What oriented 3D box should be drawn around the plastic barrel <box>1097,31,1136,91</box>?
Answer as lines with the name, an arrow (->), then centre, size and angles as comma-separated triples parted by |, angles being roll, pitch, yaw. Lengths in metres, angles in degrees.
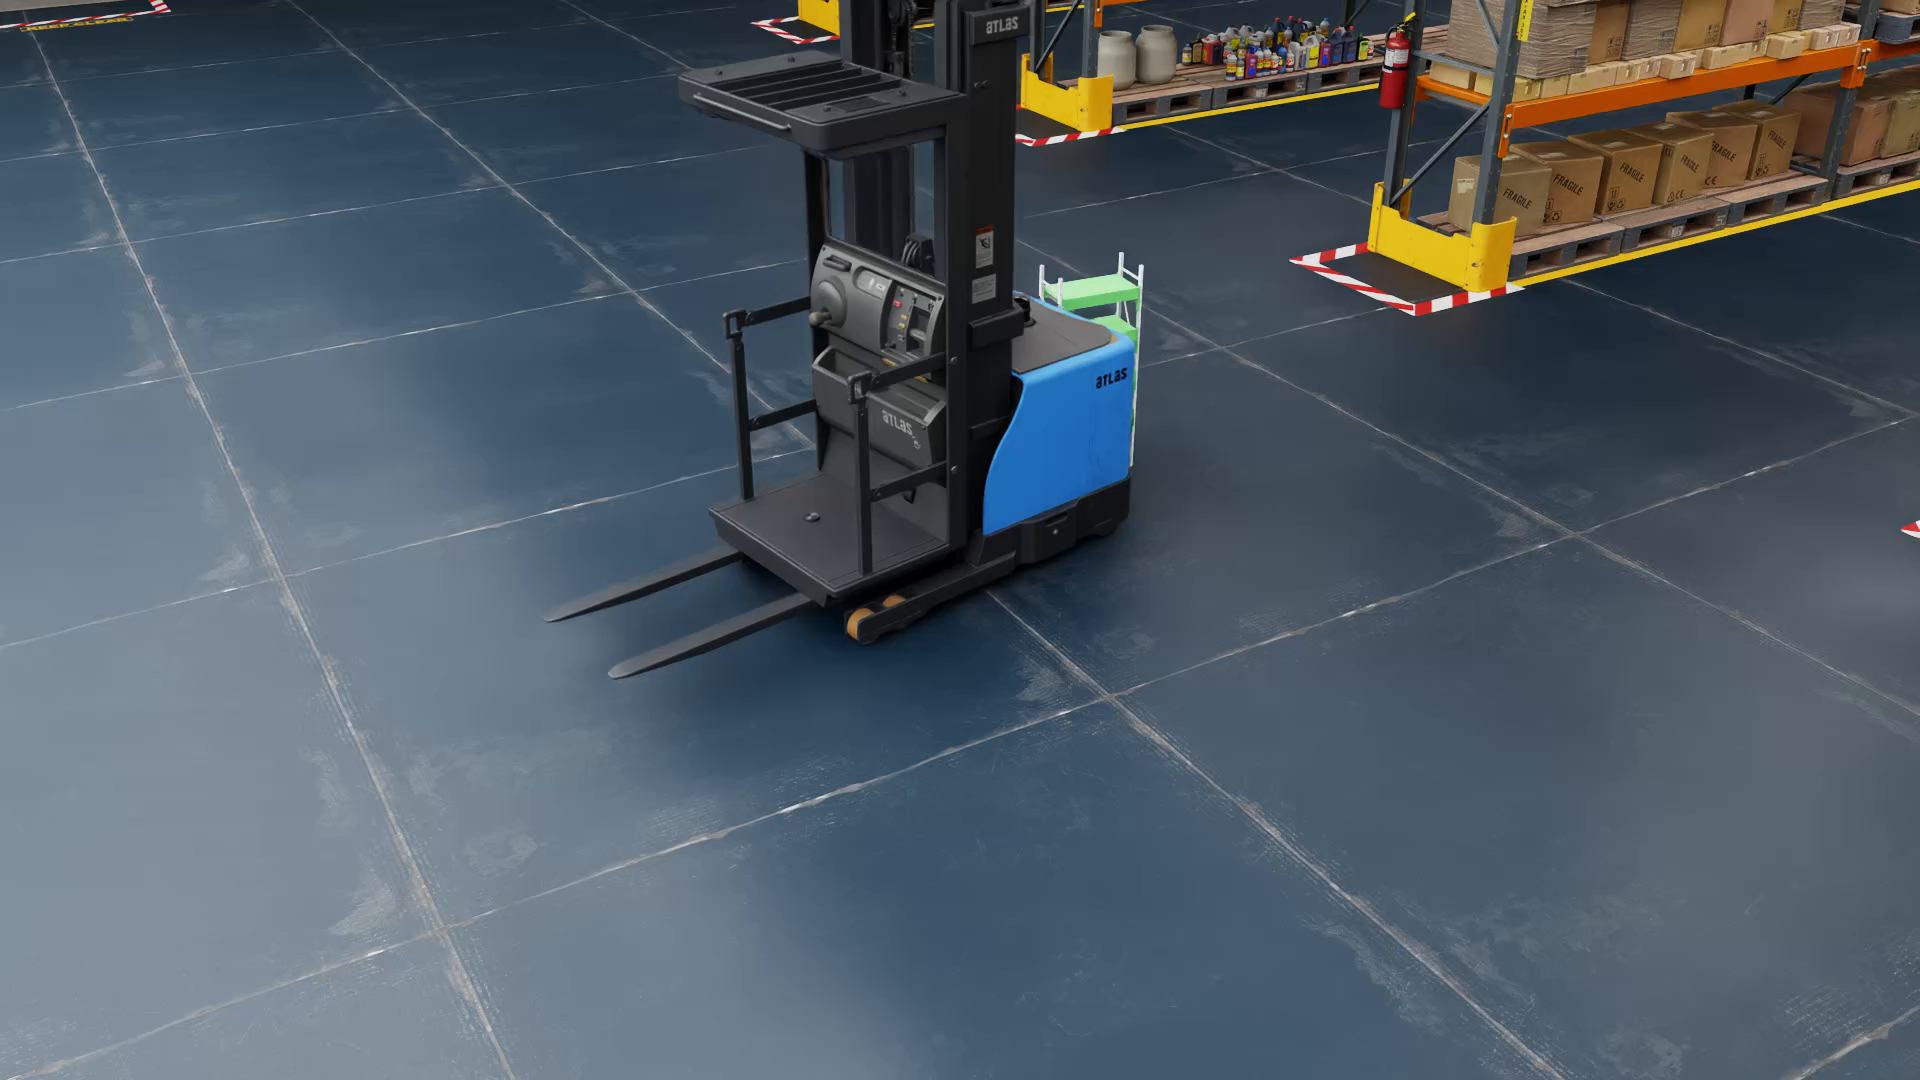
plastic barrel -> 1.514, -4.700, 16.302 | 0.421, 0.512, 0.421 | 0, 29, 0

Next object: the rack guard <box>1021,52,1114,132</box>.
rack guard -> 1.027, -4.356, 16.126 | 0.348, 0.500, 1.175 | -16, 33, -26

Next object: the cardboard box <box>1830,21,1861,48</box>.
cardboard box -> 6.907, -4.043, 13.231 | 0.250, 0.149, 0.380 | -16, 33, -26

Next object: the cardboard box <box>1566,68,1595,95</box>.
cardboard box -> 4.309, -3.317, 11.917 | 0.250, 0.149, 0.380 | -16, 33, -26

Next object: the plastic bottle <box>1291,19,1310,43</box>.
plastic bottle -> 3.601, -5.339, 17.607 | 0.185, 0.351, 0.144 | -16, 33, -26

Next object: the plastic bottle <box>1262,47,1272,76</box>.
plastic bottle -> 3.088, -4.833, 16.771 | 0.097, 0.271, 0.097 | 0, 29, 0

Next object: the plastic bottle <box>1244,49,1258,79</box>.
plastic bottle -> 2.911, -4.777, 16.658 | 0.133, 0.283, 0.061 | -15, 32, -26

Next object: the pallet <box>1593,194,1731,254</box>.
pallet -> 5.329, -2.627, 13.292 | 1.213, 0.211, 1.003 | -16, 33, -26

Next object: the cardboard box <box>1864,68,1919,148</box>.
cardboard box -> 8.386, -3.814, 14.687 | 0.500, 0.500, 0.700 | -19, 34, -30

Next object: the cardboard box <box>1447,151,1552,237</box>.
cardboard box -> 4.041, -2.584, 12.480 | 0.500, 0.500, 0.500 | -10, 30, -17

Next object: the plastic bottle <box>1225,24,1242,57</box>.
plastic bottle -> 2.838, -5.204, 17.361 | 0.185, 0.351, 0.144 | -14, 32, -24

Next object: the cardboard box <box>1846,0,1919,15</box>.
cardboard box -> 7.699, -4.911, 13.488 | 1.000, 1.000, 1.000 | -16, 33, -26

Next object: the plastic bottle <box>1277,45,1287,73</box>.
plastic bottle -> 3.263, -4.882, 16.861 | 0.097, 0.271, 0.097 | 0, 29, 0

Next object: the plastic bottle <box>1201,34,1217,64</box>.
plastic bottle -> 2.578, -5.095, 17.241 | 0.135, 0.276, 0.152 | -16, 33, -26

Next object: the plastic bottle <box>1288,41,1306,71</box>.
plastic bottle -> 3.439, -4.949, 16.978 | 0.135, 0.276, 0.152 | -15, 32, -25

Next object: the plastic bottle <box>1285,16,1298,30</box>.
plastic bottle -> 3.528, -5.399, 17.716 | 0.185, 0.351, 0.144 | -15, 32, -25

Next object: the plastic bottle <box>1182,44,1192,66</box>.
plastic bottle -> 2.347, -5.012, 17.168 | 0.097, 0.201, 0.097 | 0, 29, 0

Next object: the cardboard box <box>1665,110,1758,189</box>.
cardboard box -> 6.088, -3.193, 13.583 | 0.500, 0.500, 0.500 | -6, 29, -11

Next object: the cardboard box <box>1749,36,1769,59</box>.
cardboard box -> 5.999, -3.836, 12.856 | 0.250, 0.149, 0.380 | -16, 33, -26

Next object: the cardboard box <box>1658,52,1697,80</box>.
cardboard box -> 5.203, -3.536, 12.313 | 0.250, 0.149, 0.380 | -16, 33, -26

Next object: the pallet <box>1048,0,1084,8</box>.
pallet -> 1.221, -7.058, 21.320 | 1.213, 0.211, 1.003 | -16, 33, -26

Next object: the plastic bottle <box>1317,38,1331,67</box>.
plastic bottle -> 3.740, -5.013, 17.085 | 0.133, 0.283, 0.061 | -14, 32, -23

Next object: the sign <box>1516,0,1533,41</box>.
sign -> 3.769, -3.502, 11.095 | 0.005, 0.325, 0.100 | -16, 33, -26

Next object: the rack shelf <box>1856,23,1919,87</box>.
rack shelf -> 8.667, -4.503, 14.549 | 4.000, 0.370, 1.077 | -16, 33, -26

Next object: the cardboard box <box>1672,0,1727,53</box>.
cardboard box -> 5.243, -4.040, 12.555 | 0.500, 0.500, 0.875 | -16, 33, -26

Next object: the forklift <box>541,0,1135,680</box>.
forklift -> -0.553, -1.080, 7.674 | 3.031, 2.935, 1.130 | -22, 36, -34

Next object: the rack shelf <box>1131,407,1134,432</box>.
rack shelf -> 0.709, -0.685, 9.378 | 0.480, 0.148, 0.258 | -12, 31, -21

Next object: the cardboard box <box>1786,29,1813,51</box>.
cardboard box -> 6.440, -3.949, 13.062 | 0.250, 0.149, 0.380 | -16, 33, -26

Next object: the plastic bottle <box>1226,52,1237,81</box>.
plastic bottle -> 2.706, -4.724, 16.574 | 0.097, 0.271, 0.097 | 0, 29, 0

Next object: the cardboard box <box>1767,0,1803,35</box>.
cardboard box -> 6.075, -4.310, 13.044 | 0.500, 0.500, 0.875 | -16, 33, -26

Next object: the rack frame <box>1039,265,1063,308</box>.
rack frame -> 0.486, -0.902, 9.143 | 0.015, 1.200, 0.240 | -12, 31, -21

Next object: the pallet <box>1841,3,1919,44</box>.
pallet -> 7.676, -4.370, 13.763 | 1.213, 0.211, 1.003 | -16, 33, -26

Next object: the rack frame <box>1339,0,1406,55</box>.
rack frame -> 4.434, -6.391, 17.227 | 0.127, 3.000, 1.000 | -16, 33, -26

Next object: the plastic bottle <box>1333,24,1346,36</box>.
plastic bottle -> 3.952, -5.206, 17.366 | 0.185, 0.351, 0.144 | -16, 33, -26

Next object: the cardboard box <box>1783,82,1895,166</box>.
cardboard box -> 7.483, -3.567, 14.242 | 0.500, 0.500, 0.700 | -19, 34, -30

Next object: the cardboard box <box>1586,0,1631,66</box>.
cardboard box -> 4.353, -3.818, 12.153 | 0.500, 0.500, 0.875 | -16, 33, -26

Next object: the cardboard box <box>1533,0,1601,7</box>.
cardboard box -> 4.107, -3.982, 11.414 | 0.500, 0.500, 0.500 | -16, 33, -26

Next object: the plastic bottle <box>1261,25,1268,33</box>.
plastic bottle -> 3.202, -5.301, 17.606 | 0.133, 0.283, 0.061 | -14, 32, -24

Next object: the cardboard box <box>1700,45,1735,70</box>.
cardboard box -> 5.606, -3.682, 12.577 | 0.250, 0.149, 0.380 | -16, 33, -26

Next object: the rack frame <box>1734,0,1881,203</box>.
rack frame -> 6.943, -4.328, 13.488 | 0.127, 3.000, 1.000 | -16, 33, -26

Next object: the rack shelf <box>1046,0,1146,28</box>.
rack shelf -> 2.710, -5.587, 16.513 | 4.000, 0.370, 1.077 | -16, 33, -26

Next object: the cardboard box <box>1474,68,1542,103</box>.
cardboard box -> 3.861, -3.209, 11.721 | 0.250, 0.149, 0.380 | -16, 33, -26

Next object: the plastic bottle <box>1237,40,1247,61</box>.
plastic bottle -> 2.937, -5.099, 17.325 | 0.097, 0.201, 0.097 | 0, 29, 0

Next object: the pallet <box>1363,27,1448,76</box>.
pallet -> 5.091, -5.379, 18.278 | 1.213, 0.211, 1.003 | -16, 33, -26

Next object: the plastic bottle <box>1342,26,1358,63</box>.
plastic bottle -> 4.025, -5.146, 17.257 | 0.185, 0.351, 0.144 | -17, 33, -28

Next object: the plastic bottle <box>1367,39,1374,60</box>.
plastic bottle -> 4.279, -5.140, 17.400 | 0.097, 0.201, 0.097 | 0, 29, 0

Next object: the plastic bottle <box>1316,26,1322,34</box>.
plastic bottle -> 3.849, -5.438, 17.941 | 0.097, 0.201, 0.097 | 0, 29, 0

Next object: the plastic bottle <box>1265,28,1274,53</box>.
plastic bottle -> 3.257, -5.267, 17.557 | 0.097, 0.271, 0.097 | 0, 29, 0

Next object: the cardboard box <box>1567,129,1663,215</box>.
cardboard box -> 5.089, -2.890, 13.035 | 0.500, 0.500, 0.500 | -13, 31, -22

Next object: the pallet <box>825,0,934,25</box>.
pallet -> -0.883, -6.460, 20.238 | 1.213, 0.211, 1.003 | -16, 33, -26

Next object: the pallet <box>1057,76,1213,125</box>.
pallet -> 1.730, -4.426, 16.552 | 1.213, 0.211, 1.003 | -16, 33, -26

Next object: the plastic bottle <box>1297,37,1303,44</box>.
plastic bottle -> 3.507, -5.027, 17.111 | 0.133, 0.283, 0.061 | -16, 33, -26

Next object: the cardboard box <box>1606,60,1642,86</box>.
cardboard box -> 4.734, -3.446, 12.149 | 0.250, 0.149, 0.380 | -16, 33, -26

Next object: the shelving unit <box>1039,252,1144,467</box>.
shelving unit -> 0.709, -0.951, 9.231 | 0.503, 1.200, 0.258 | -12, 31, -21

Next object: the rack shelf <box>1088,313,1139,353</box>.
rack shelf -> 0.709, -1.105, 9.146 | 0.480, 0.148, 0.258 | -12, 31, -21

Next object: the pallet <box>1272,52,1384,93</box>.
pallet -> 3.834, -5.023, 17.634 | 1.213, 0.211, 1.003 | -16, 33, -26
